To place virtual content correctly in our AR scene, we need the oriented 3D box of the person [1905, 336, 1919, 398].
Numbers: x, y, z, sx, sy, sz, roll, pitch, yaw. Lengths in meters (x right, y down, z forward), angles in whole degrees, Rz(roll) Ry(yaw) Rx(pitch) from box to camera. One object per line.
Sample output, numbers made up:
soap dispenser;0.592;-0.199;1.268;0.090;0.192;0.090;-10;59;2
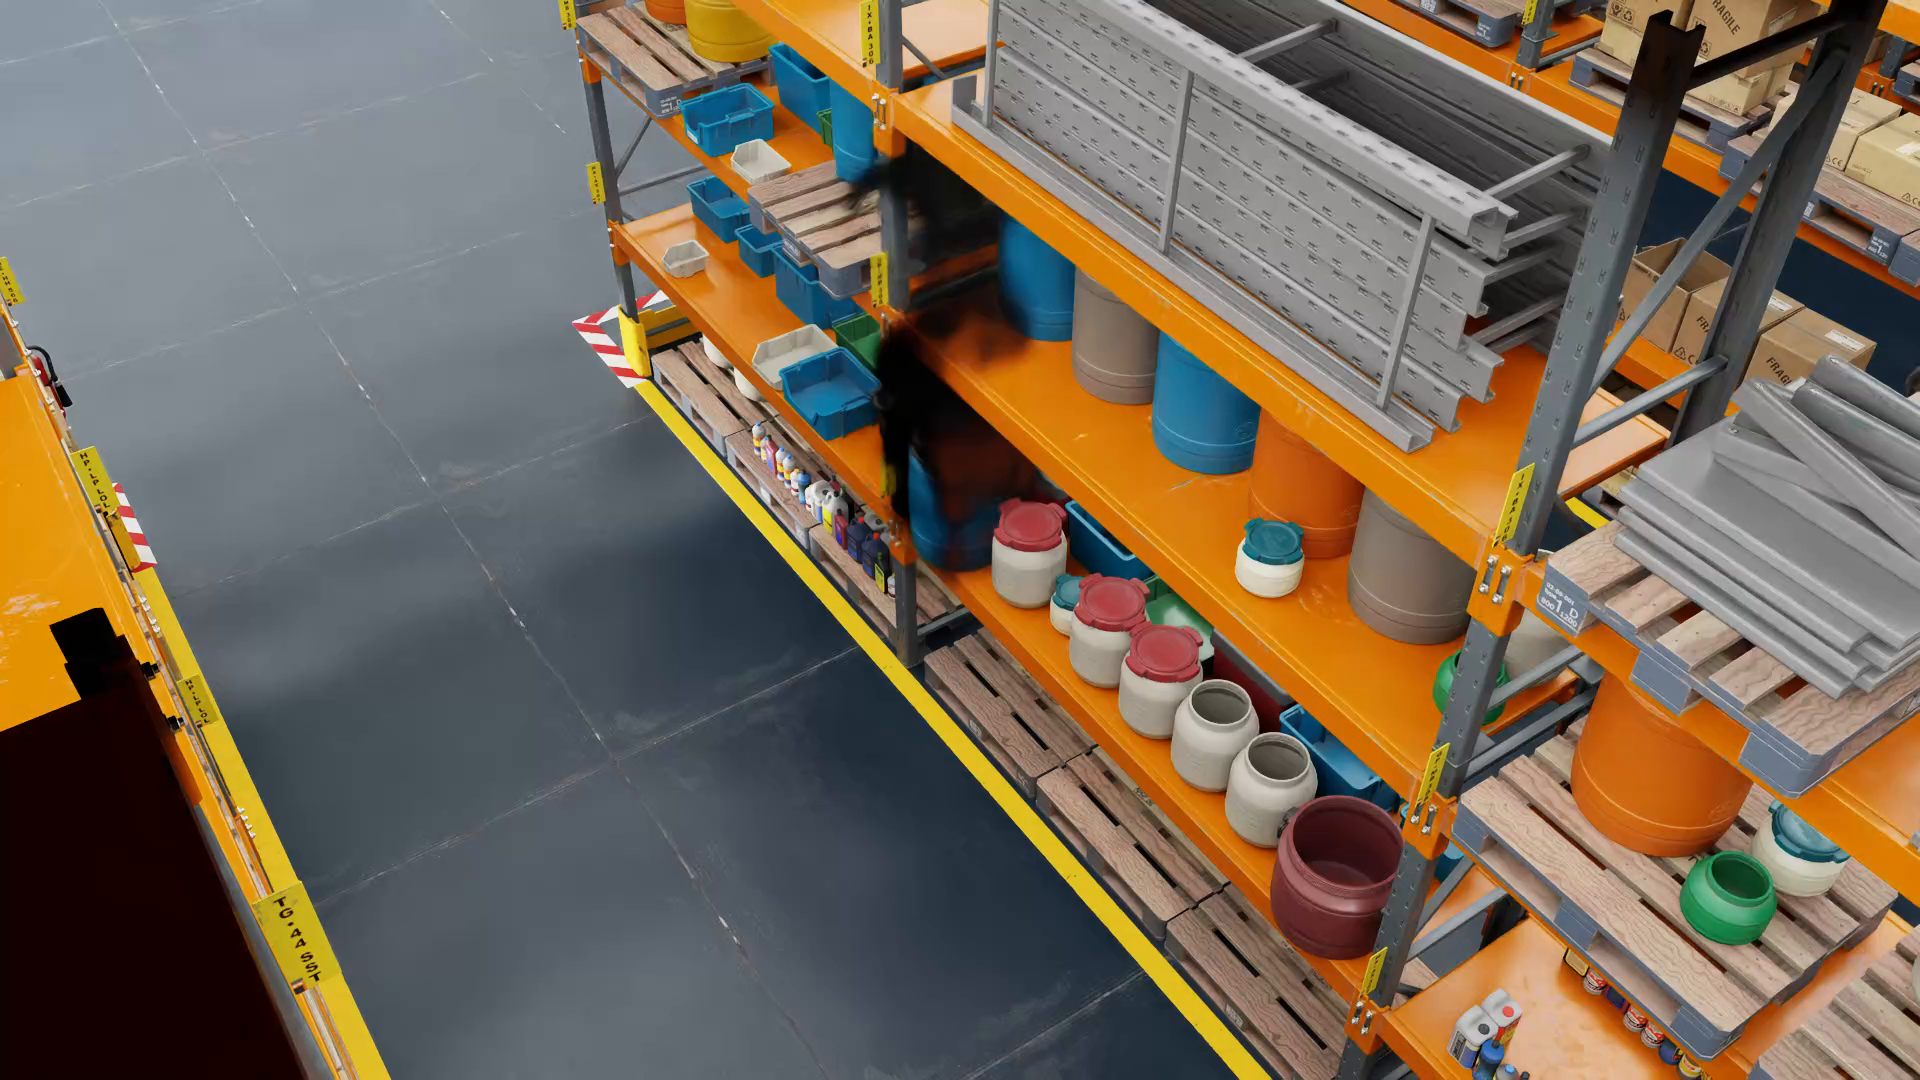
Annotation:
person;7.204;-1.295;11.888;0.660;1.785;0.765;-29;50;-28
